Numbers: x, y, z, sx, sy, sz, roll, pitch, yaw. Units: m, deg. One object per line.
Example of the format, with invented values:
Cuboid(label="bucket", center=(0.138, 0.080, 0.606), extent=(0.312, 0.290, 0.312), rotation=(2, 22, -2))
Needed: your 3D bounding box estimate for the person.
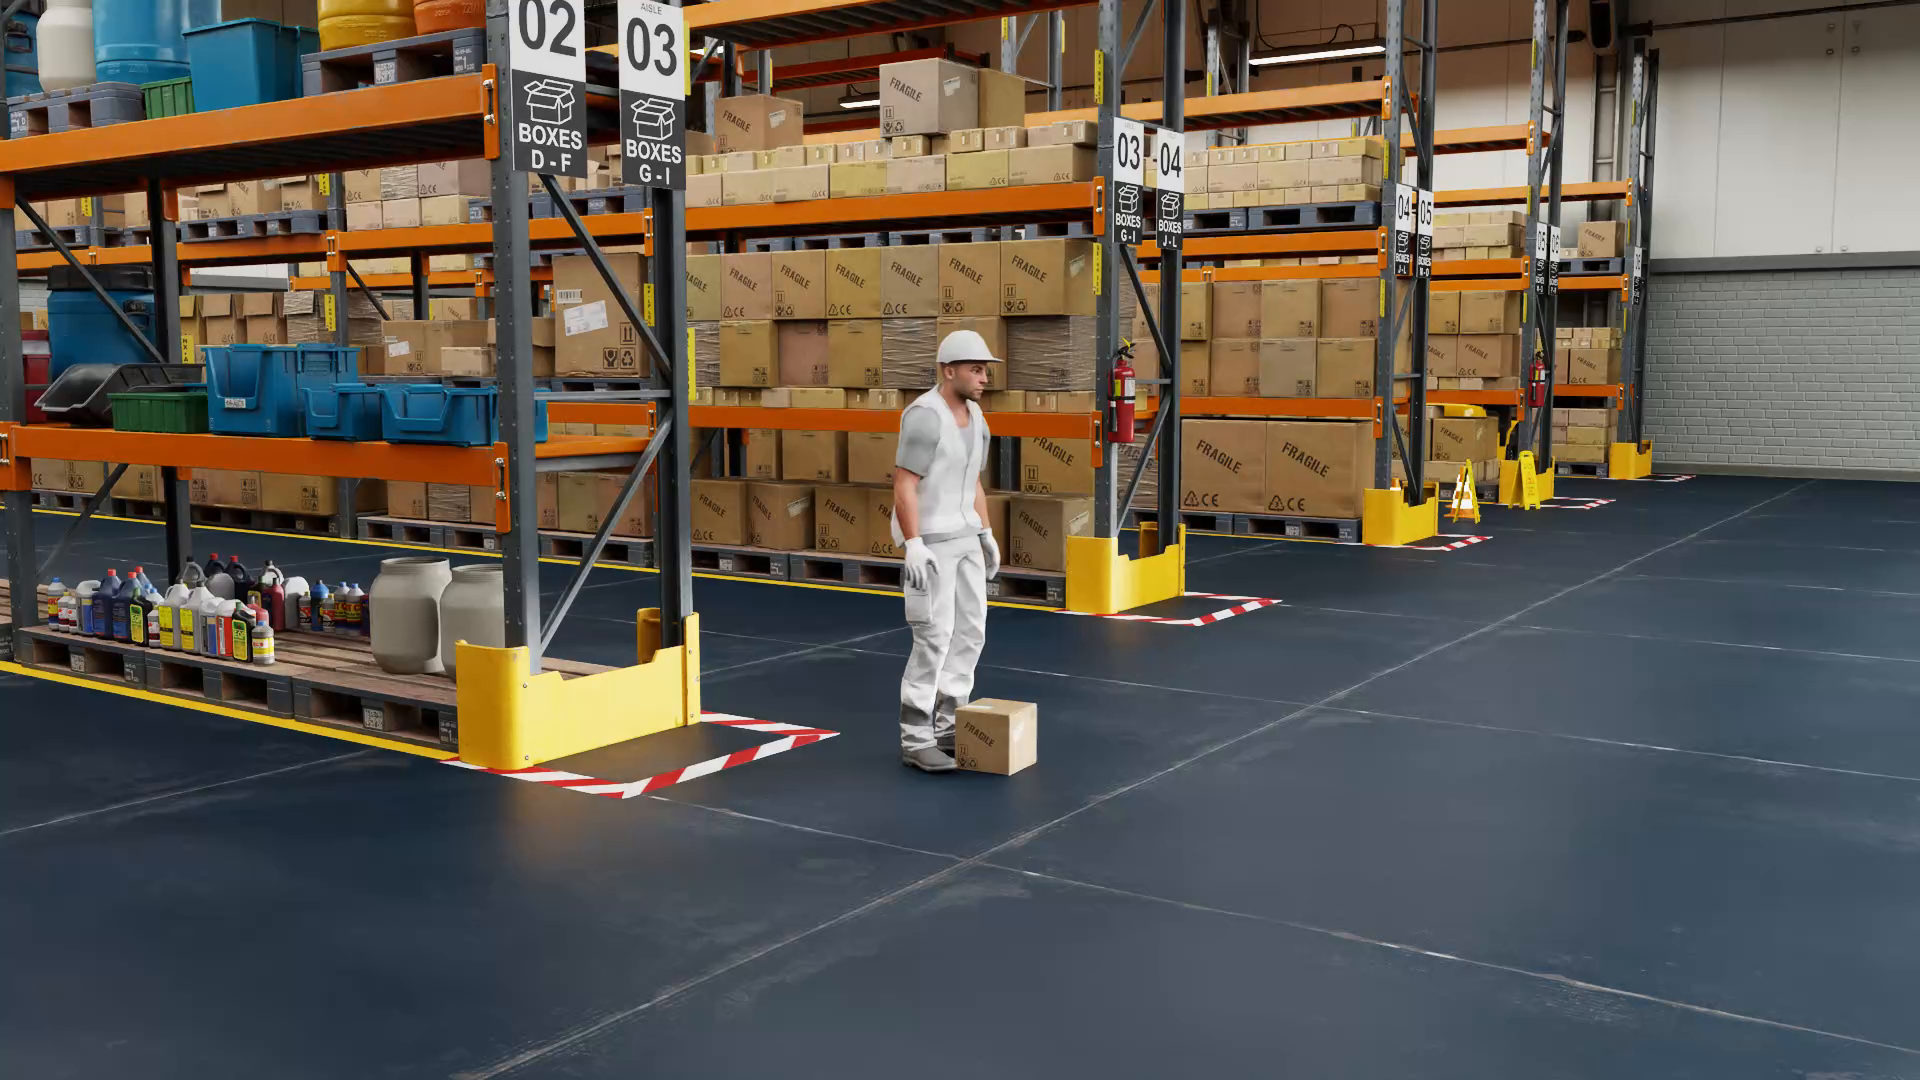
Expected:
Cuboid(label="person", center=(-0.044, 0.031, 6.866), extent=(0.448, 1.779, 0.609), rotation=(4, 7, 34))
